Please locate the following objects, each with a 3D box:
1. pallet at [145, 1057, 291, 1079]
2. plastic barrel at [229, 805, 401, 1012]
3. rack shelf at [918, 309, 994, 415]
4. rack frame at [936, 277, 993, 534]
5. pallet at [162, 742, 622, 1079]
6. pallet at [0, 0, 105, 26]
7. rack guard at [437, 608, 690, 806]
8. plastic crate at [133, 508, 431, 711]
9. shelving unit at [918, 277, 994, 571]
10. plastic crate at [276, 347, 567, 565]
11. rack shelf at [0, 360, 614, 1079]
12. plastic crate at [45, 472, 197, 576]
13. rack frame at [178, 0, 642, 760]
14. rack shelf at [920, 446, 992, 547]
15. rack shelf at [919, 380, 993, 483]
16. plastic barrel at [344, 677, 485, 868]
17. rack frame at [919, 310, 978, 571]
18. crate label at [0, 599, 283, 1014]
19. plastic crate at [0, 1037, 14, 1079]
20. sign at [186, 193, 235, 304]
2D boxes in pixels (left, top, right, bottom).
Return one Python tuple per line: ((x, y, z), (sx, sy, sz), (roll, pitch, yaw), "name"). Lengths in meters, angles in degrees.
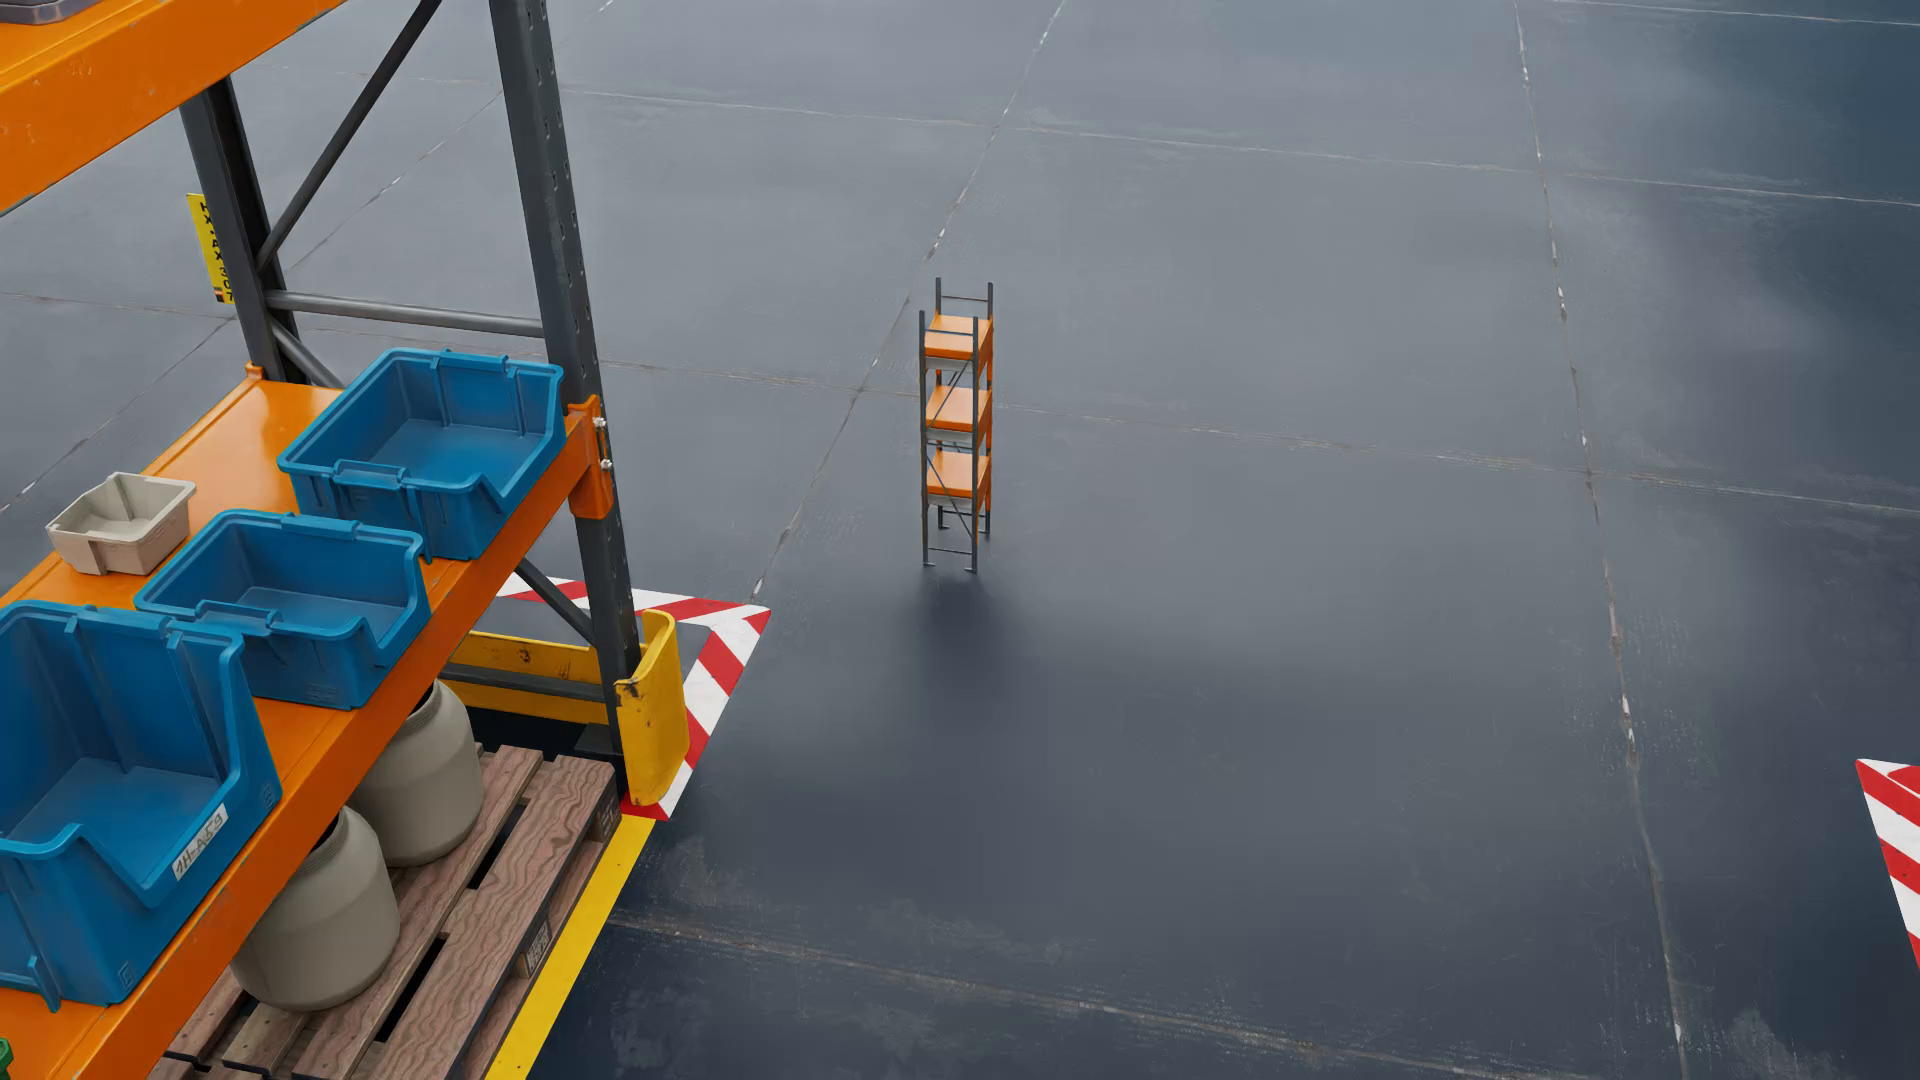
((-1.904, 1.732, 3.680), (1.003, 0.211, 1.213), (7, 37, 10), "pallet")
((-1.665, 0.903, 4.210), (0.421, 0.512, 0.421), (0, 36, 0), "plastic barrel")
((-0.011, -0.616, 5.739), (0.215, 0.259, 0.240), (7, 37, 10), "rack shelf")
((0.015, -0.464, 5.996), (0.200, 1.050, 0.008), (7, 37, 10), "rack frame")
((-1.641, 1.035, 4.642), (1.003, 0.211, 1.213), (7, 37, 10), "pallet")
((-1.764, -1.285, 3.071), (1.003, 0.211, 1.213), (7, 37, 10), "pallet")
((-1.462, 0.453, 5.199), (1.175, 0.500, 0.348), (7, 37, 10), "rack guard")
((-1.451, 0.148, 3.617), (0.499, 0.251, 0.408), (7, 37, 10), "plastic crate")
((-0.011, -0.394, 5.900), (0.215, 1.050, 0.252), (7, 37, 10), "shelving unit")
((-1.306, -0.224, 4.130), (0.499, 0.251, 0.616), (7, 37, 10), "plastic crate")
((-1.919, 0.829, 3.163), (1.077, 0.370, 4.000), (7, 37, 10), "rack shelf")
((-1.997, -0.029, 3.959), (0.298, 0.136, 0.250), (7, 37, 10), "plastic crate")
((-1.492, -0.609, 4.534), (1.000, 3.000, 0.127), (7, 37, 10), "rack frame")
((-0.011, -0.161, 6.069), (0.215, 0.259, 0.240), (7, 37, 10), "rack shelf")
((-0.011, -0.386, 5.906), (0.215, 0.259, 0.240), (7, 37, 10), "rack shelf")
((-1.558, 0.616, 4.607), (0.421, 0.512, 0.421), (0, 36, 0), "plastic barrel")
((-0.038, -0.324, 5.803), (0.200, 1.050, 0.008), (7, 37, 10), "rack frame")
((-1.621, 0.466, 3.021), (0.502, 0.435, 0.616), (7, 37, 10), "crate label")
((-1.780, 1.028, 2.457), (0.450, 0.188, 0.662), (7, 37, 10), "plastic crate")
((-2.028, -0.792, 4.551), (0.100, 0.325, 0.005), (7, 37, 10), "sign")
